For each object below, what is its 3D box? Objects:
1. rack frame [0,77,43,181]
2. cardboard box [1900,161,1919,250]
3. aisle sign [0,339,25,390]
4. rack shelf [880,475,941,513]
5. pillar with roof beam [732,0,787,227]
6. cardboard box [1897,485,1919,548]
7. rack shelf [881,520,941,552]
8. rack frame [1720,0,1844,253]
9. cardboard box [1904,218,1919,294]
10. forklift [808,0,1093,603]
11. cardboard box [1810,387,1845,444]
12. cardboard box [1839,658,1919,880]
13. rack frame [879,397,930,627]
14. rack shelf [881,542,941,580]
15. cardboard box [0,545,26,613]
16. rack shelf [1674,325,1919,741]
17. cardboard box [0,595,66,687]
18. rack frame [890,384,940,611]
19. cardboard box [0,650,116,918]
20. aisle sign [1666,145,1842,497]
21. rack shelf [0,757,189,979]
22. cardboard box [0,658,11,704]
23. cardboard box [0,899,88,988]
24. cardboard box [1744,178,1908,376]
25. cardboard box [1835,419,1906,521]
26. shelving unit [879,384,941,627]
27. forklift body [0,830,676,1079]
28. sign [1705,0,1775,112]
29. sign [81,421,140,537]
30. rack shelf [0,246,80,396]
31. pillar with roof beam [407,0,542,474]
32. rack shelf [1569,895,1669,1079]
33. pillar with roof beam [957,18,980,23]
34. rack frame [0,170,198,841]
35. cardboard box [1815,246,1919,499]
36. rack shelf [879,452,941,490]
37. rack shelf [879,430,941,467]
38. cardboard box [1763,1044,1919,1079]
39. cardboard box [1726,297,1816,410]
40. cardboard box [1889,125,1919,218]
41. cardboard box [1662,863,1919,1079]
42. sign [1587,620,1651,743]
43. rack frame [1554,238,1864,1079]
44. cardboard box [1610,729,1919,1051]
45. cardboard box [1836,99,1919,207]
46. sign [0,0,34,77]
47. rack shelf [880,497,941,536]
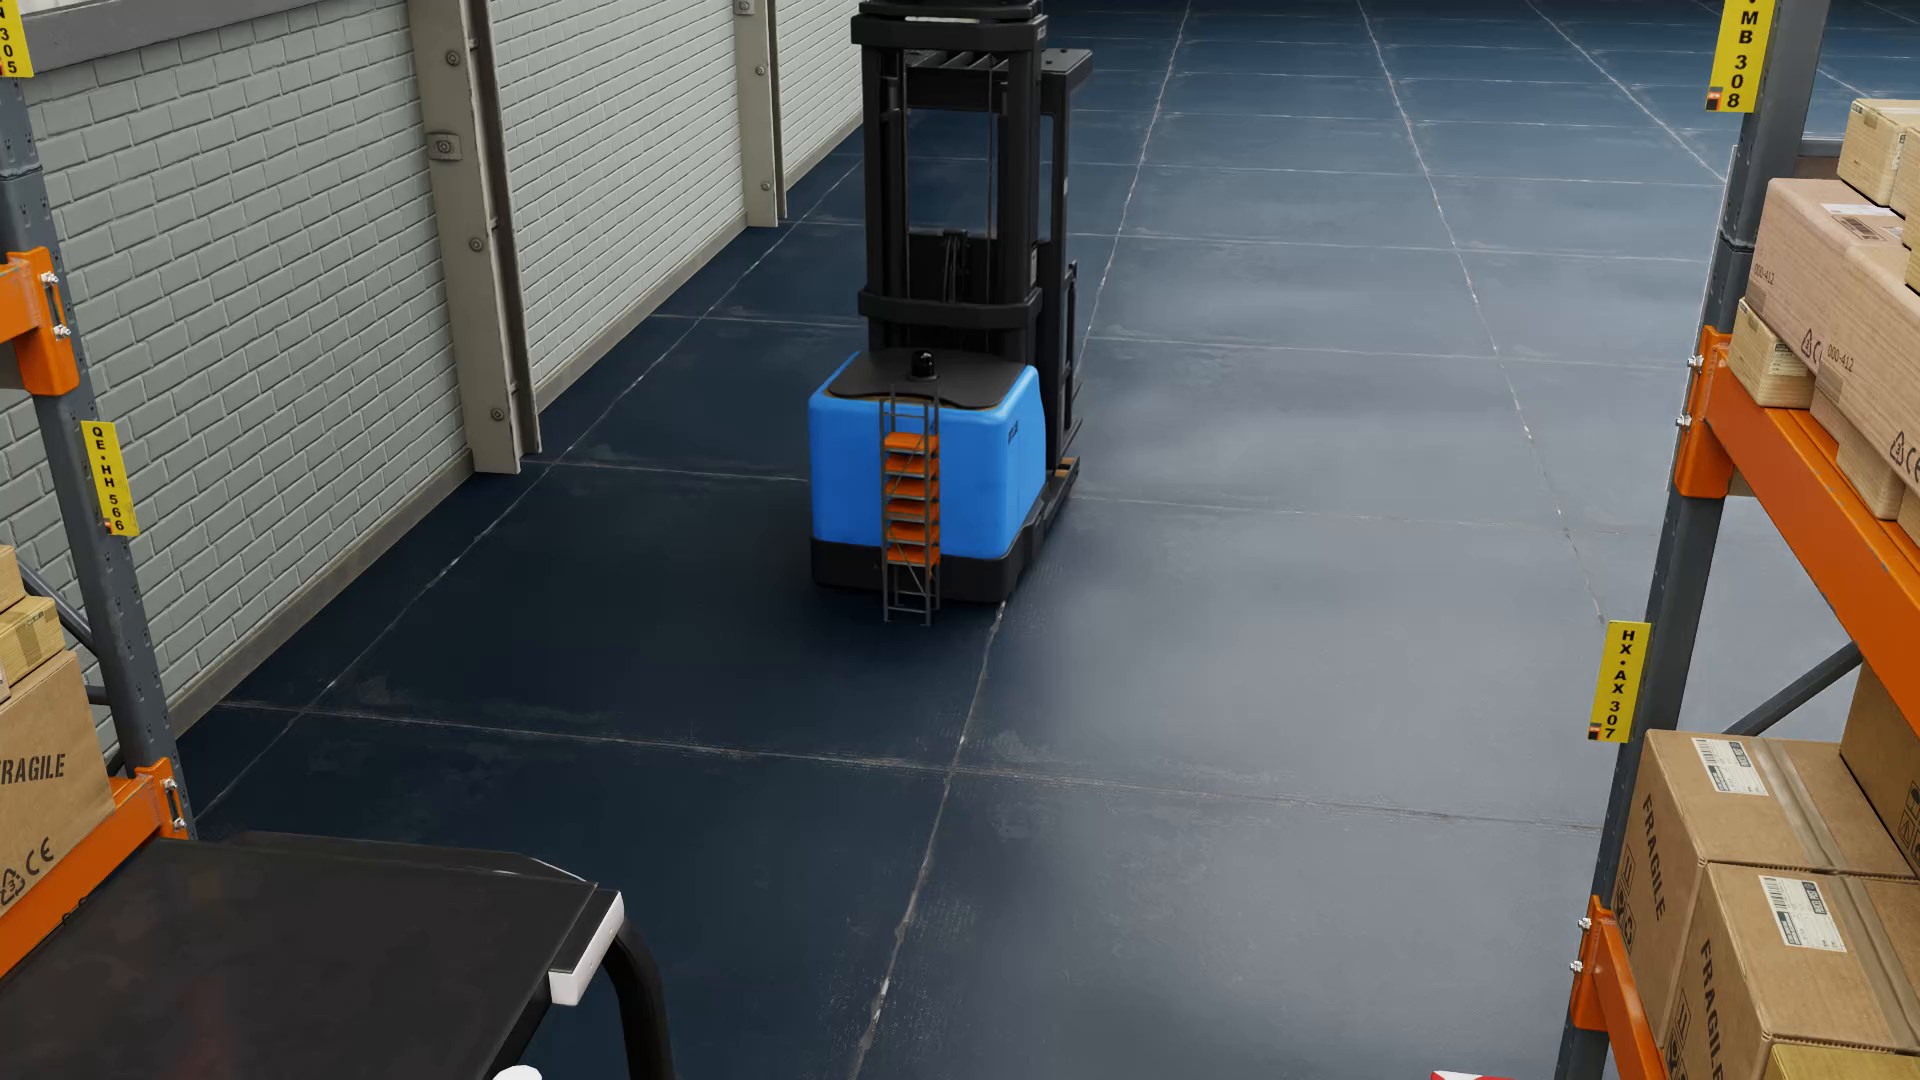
[{"bbox_3d":[-2.789,-2.290,3.527,1.000,3.000,0.127,4,25,9],"label":"rack frame"},{"bbox_3d":[1.722,-0.495,2.586,0.380,0.149,0.250,4,25,8],"label":"cardboard box"},{"bbox_3d":[-2.488,-0.757,4.262,0.394,0.787,0.004,4,25,9],"label":"aisle sign"},{"bbox_3d":[-0.242,-0.226,8.140,0.258,0.103,0.180,6,26,13],"label":"rack shelf"},{"bbox_3d":[2.416,-6.781,13.123,9.100,9.000,0.400,4,25,9],"label":"pillar with roof beam"},{"bbox_3d":[1.686,-0.029,2.532,0.380,0.149,0.250,4,25,8],"label":"cardboard box"},{"bbox_3d":[-0.242,-0.009,8.242,0.258,0.103,0.180,6,26,13],"label":"rack shelf"},{"bbox_3d":[2.109,-1.947,2.795,1.000,3.000,0.127,4,25,9],"label":"rack frame"},{"bbox_3d":[1.608,-0.395,2.373,0.380,0.149,0.250,4,25,8],"label":"cardboard box"},{"bbox_3d":[0.093,-1.611,9.235,1.130,2.935,3.031,6,26,13],"label":"forklift"},{"bbox_3d":[1.780,-0.243,2.988,0.380,0.149,0.250,3,25,7],"label":"cardboard box"},{"bbox_3d":[2.241,0.366,3.282,0.700,0.500,0.500,3,25,7],"label":"cardboard box"},{"bbox_3d":[-0.265,-0.120,8.092,0.240,1.200,0.006,6,26,13],"label":"rack frame"},{"bbox_3d":[-0.242,0.100,8.292,0.258,0.103,0.180,6,26,13],"label":"rack shelf"},{"bbox_3d":[-2.639,0.118,4.225,0.380,0.149,0.250,4,25,9],"label":"cardboard box"},{"bbox_3d":[1.782,0.574,1.797,1.077,0.370,4.000,4,25,9],"label":"rack shelf"},{"bbox_3d":[-2.569,0.253,4.288,0.380,0.149,0.250,4,25,9],"label":"cardboard box"},{"bbox_3d":[-0.219,-0.195,8.252,0.240,1.200,0.006,6,26,13],"label":"rack frame"},{"bbox_3d":[-2.610,0.606,4.299,0.500,0.500,0.500,3,25,7],"label":"cardboard box"},{"bbox_3d":[1.813,-0.455,3.617,0.394,0.787,0.004,4,25,9],"label":"aisle sign"},{"bbox_3d":[-3.116,1.590,3.164,1.077,0.370,4.000,4,25,9],"label":"rack shelf"},{"bbox_3d":[-2.582,0.362,4.056,0.380,0.149,0.250,4,25,9],"label":"cardboard box"},{"bbox_3d":[-2.556,1.244,4.623,0.500,0.250,0.500,5,26,10],"label":"cardboard box"},{"bbox_3d":[1.764,-0.464,2.990,0.500,0.250,0.500,4,25,8],"label":"cardboard box"},{"bbox_3d":[1.703,-0.134,2.756,0.380,0.149,0.250,5,25,10],"label":"cardboard box"},{"bbox_3d":[-0.242,-0.158,8.172,0.258,1.200,0.189,6,26,13],"label":"shelving unit"},{"bbox_3d":[-1.299,1.731,3.014,2.313,2.155,1.214,4,25,9],"label":"forklift body"},{"bbox_3d":[1.573,-1.022,3.326,0.100,0.325,0.005,4,25,9],"label":"sign"},{"bbox_3d":[-2.256,-0.161,4.410,0.100,0.325,0.005,4,25,9],"label":"sign"},{"bbox_3d":[-3.116,0.231,2.528,1.077,0.370,4.000,4,25,9],"label":"rack shelf"},{"bbox_3d":[1.436,-4.272,7.762,9.100,9.000,0.400,4,25,9],"label":"pillar with roof beam"},{"bbox_3d":[1.782,1.932,2.432,1.077,0.370,4.000,4,25,9],"label":"rack shelf"},{"bbox_3d":[4.378,-11.800,23.845,9.100,9.000,0.400,4,25,9],"label":"pillar with roof beam"},{"bbox_3d":[-2.789,0.428,4.798,1.000,3.000,0.127,4,25,9],"label":"rack frame"},{"bbox_3d":[1.672,-0.254,2.541,0.500,0.250,0.500,4,25,8],"label":"cardboard box"},{"bbox_3d":[-0.242,-0.335,8.089,0.258,0.103,0.180,6,26,13],"label":"rack shelf"},{"bbox_3d":[-0.242,-0.444,8.038,0.258,0.103,0.180,6,26,13],"label":"rack shelf"},{"bbox_3d":[1.594,1.199,2.682,0.500,0.500,0.500,4,25,7],"label":"cardboard box"},{"bbox_3d":[1.734,-0.359,3.236,0.380,0.149,0.250,4,25,9],"label":"cardboard box"},{"bbox_3d":[1.824,-0.595,2.800,0.380,0.149,0.250,4,25,8],"label":"cardboard box"},{"bbox_3d":[1.676,0.986,3.137,0.500,0.500,0.500,5,26,10],"label":"cardboard box"},{"bbox_3d":[1.573,0.340,3.964,0.100,0.325,0.005,4,25,9],"label":"sign"},{"bbox_3d":[2.109,0.770,4.067,1.000,3.000,0.127,4,25,9],"label":"rack frame"},{"bbox_3d":[1.758,0.769,3.601,0.500,0.500,0.500,4,25,8],"label":"cardboard box"},{"bbox_3d":[1.849,-0.702,3.028,0.380,0.149,0.250,4,25,8],"label":"cardboard box"},{"bbox_3d":[-2.256,-1.253,3.899,0.100,0.325,0.005,4,25,9],"label":"sign"},{"bbox_3d":[-0.242,-0.118,8.191,0.258,0.103,0.180,6,26,13],"label":"rack shelf"}]
